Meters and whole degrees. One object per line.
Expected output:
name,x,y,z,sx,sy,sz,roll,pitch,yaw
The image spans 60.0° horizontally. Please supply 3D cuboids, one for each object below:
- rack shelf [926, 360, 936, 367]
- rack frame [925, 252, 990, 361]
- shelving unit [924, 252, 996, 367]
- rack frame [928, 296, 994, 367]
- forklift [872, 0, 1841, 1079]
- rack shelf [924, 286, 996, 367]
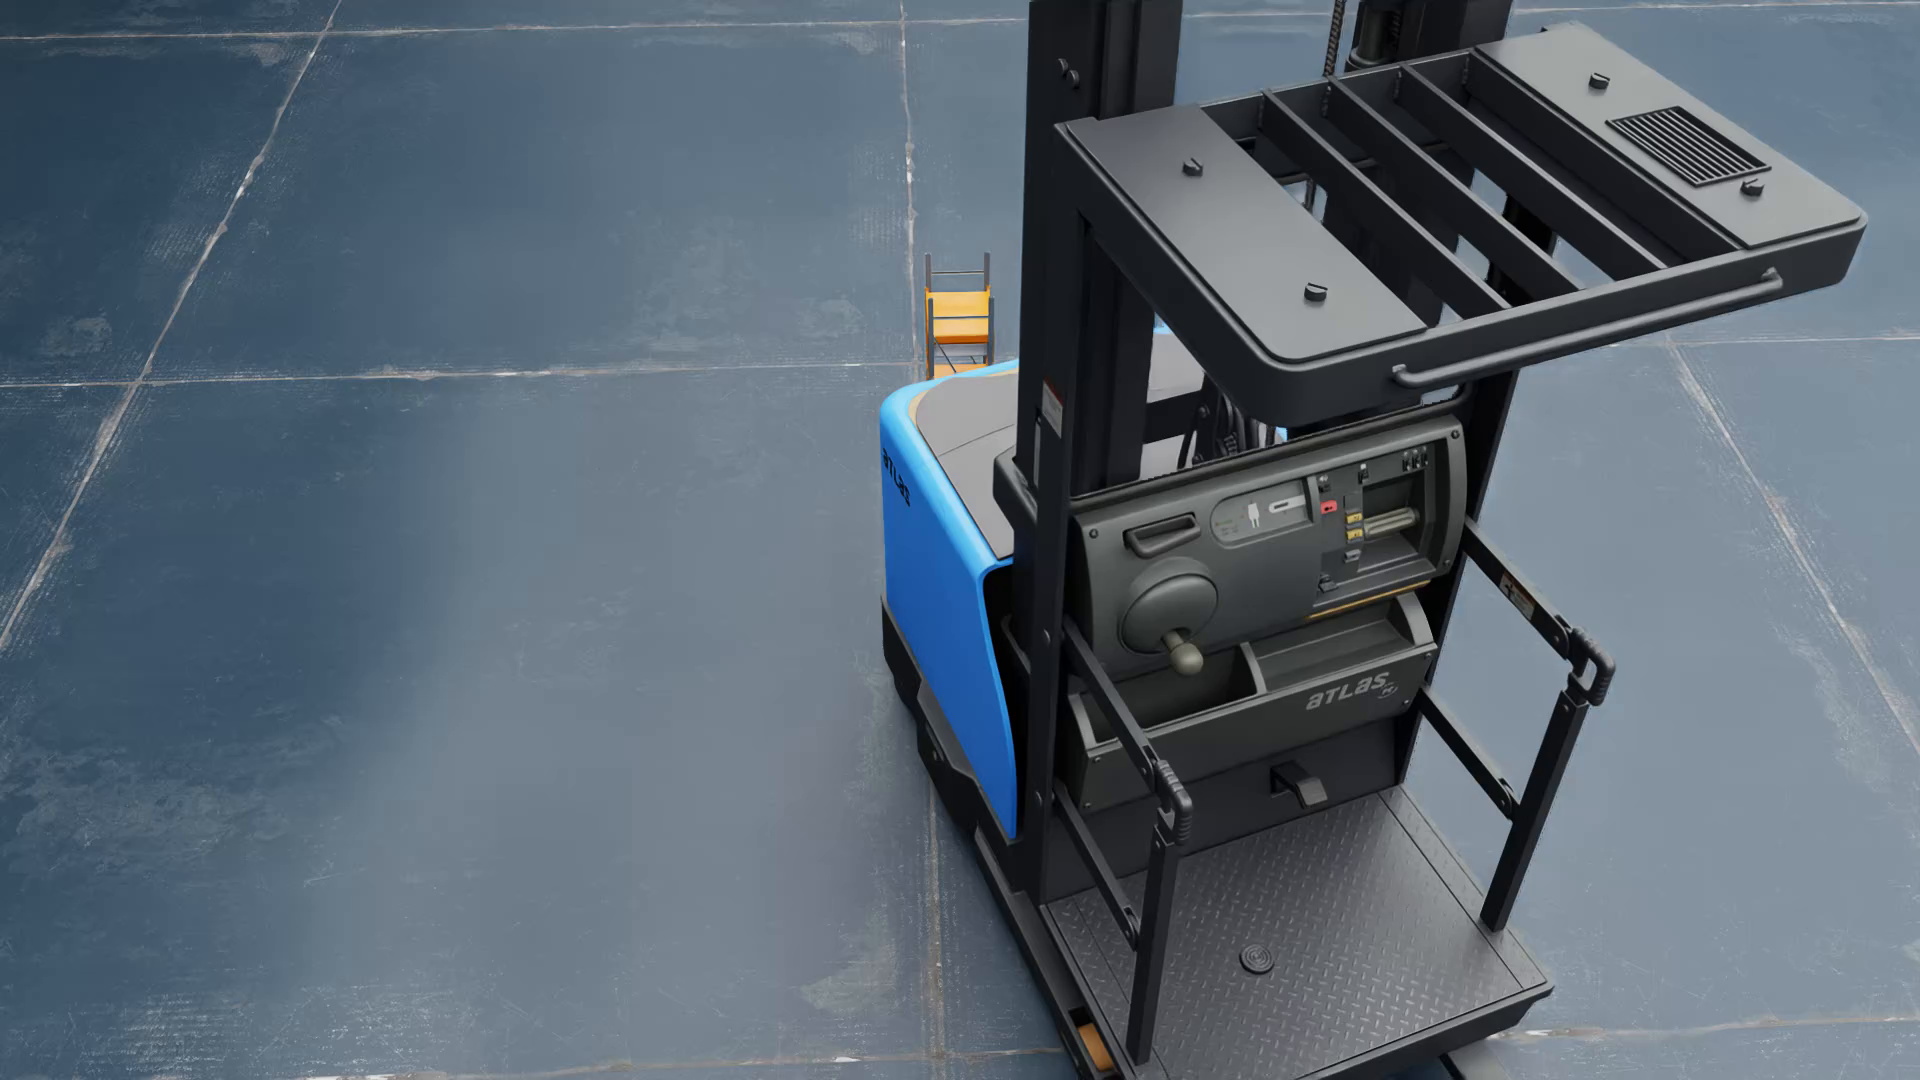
rack shelf,-0.002,-0.415,5.442,0.215,0.259,0.240,-2,43,-2
rack frame,-0.007,-0.506,5.525,0.200,1.050,0.008,-2,43,-2
shelving unit,-0.002,-0.423,5.435,0.215,1.050,0.252,-2,43,-2
rack frame,0.003,-0.341,5.345,0.200,1.050,0.008,-2,43,-2
forklift,0.754,0.066,3.509,1.130,2.935,3.031,-15,45,-16
rack shelf,-0.002,-0.625,5.250,0.215,0.259,0.240,-2,43,-2
